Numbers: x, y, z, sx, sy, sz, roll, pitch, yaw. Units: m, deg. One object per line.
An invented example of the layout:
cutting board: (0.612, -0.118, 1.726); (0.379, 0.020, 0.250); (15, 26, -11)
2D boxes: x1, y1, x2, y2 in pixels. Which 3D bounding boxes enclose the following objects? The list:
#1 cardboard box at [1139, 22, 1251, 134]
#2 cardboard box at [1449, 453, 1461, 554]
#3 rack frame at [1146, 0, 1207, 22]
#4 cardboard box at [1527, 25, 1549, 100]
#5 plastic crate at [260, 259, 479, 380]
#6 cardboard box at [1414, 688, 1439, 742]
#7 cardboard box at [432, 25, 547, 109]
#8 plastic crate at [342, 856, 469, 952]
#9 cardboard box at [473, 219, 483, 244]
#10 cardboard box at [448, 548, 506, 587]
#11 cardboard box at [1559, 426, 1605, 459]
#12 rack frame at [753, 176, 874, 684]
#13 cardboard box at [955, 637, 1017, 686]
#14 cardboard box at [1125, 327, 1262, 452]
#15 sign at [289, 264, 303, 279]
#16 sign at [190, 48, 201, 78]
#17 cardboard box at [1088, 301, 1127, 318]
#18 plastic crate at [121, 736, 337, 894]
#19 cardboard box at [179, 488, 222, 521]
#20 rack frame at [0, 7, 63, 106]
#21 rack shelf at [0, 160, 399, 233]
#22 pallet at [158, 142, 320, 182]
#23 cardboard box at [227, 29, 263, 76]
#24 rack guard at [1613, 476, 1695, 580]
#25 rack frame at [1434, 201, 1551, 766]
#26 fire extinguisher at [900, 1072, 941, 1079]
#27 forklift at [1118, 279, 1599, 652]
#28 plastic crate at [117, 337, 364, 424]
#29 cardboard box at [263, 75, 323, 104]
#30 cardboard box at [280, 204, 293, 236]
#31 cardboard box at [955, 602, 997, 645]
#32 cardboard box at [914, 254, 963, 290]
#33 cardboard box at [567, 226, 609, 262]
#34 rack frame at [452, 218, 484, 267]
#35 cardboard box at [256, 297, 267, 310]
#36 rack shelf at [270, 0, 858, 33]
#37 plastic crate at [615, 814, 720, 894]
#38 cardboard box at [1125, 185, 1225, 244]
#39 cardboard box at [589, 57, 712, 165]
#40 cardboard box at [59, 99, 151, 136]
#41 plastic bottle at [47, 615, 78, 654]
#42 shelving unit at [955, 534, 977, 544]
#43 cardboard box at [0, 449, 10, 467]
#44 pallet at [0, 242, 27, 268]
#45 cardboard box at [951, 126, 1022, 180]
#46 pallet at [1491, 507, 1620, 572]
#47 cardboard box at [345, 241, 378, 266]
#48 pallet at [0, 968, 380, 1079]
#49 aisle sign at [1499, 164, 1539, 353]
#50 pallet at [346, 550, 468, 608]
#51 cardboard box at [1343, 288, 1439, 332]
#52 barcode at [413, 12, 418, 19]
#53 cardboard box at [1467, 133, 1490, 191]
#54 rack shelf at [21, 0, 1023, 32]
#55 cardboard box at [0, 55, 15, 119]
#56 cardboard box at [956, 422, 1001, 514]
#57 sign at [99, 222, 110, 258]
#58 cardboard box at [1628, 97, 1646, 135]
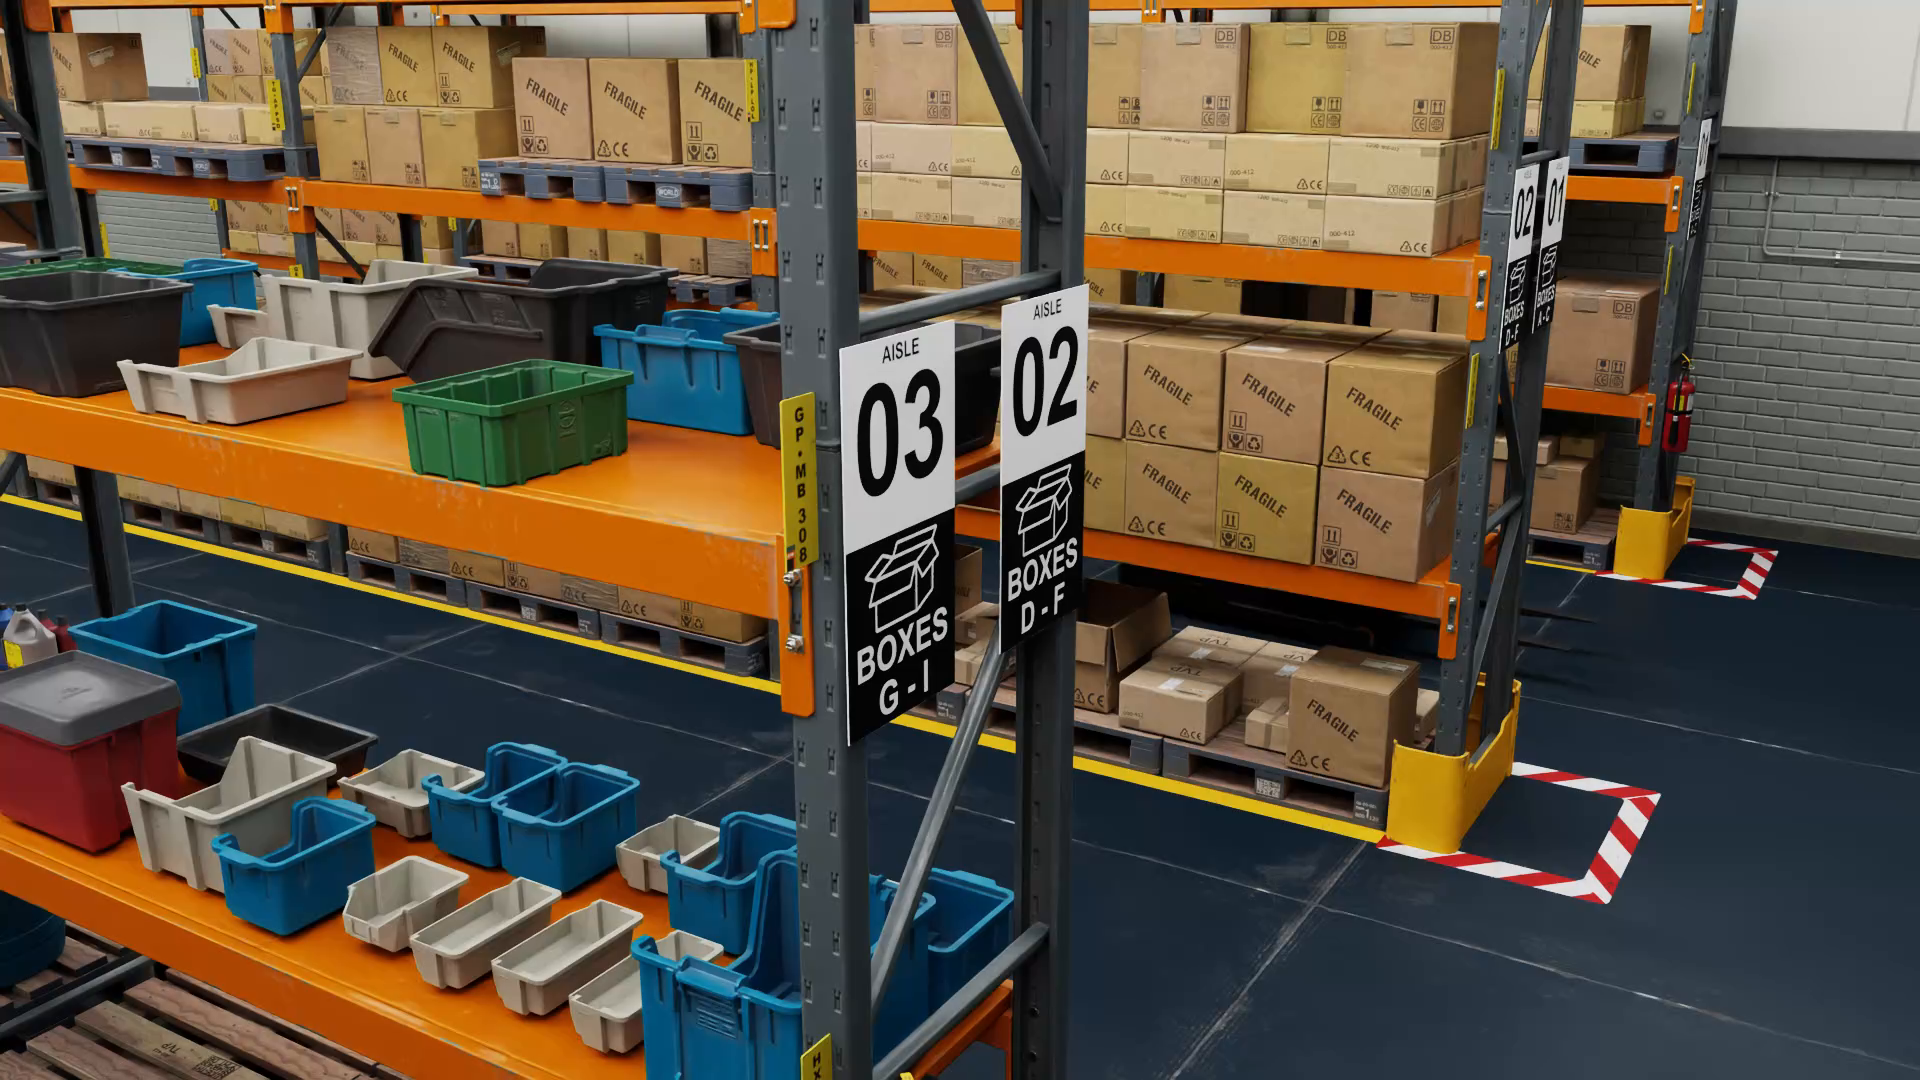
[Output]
cardboard box: (1.262, -2.269, 8.136); (0.500, 0.500, 0.700); (10, 20, 30)
cardboard box: (2.332, -0.267, 8.428); (0.500, 0.500, 0.500); (11, 20, 31)
rack frame: (1.753, -4.793, 13.177); (0.127, 3.000, 1.000); (10, 20, 30)
cardboard box: (3.974, -3.408, 11.851); (0.500, 0.500, 0.500); (11, 20, 32)
plastic crate: (-1.751, -0.652, 4.911); (0.530, 0.282, 0.437); (10, 20, 30)
cardboard box: (2.395, 0.918, 8.845); (0.250, 0.149, 0.380); (10, 20, 30)
cardboard box: (-3.008, -3.042, 10.681); (0.500, 0.500, 0.500); (10, 20, 30)
plastic crate: (-1.565, 1.034, 4.668); (0.250, 0.136, 0.298); (10, 20, 30)
cardboard box: (-5.356, -3.559, 18.370); (0.500, 0.500, 0.500); (10, 19, 29)
cardboard box: (-3.133, -0.022, 11.337); (0.500, 0.500, 0.500); (10, 19, 29)
cardboard box: (4.723, -0.741, 12.623); (0.250, 0.149, 0.380); (10, 20, 30)
rack frame: (-0.837, -0.695, 10.008); (0.127, 3.000, 1.000); (10, 20, 30)
cardboard box: (0.150, 0.697, 9.544); (0.250, 0.166, 0.380); (10, 20, 30)
cardboard box: (1.173, -0.767, 8.352); (0.500, 0.500, 0.500); (11, 20, 32)
sign: (-4.533, -1.719, 11.389); (0.005, 0.325, 0.100); (10, 20, 30)
sign: (-8.757, -5.467, 19.052); (0.005, 0.325, 0.100); (10, 20, 30)
cardboard box: (0.597, -1.054, 9.299); (0.500, 0.500, 0.500); (10, 20, 30)
plastic crate: (-2.227, 0.837, 5.065); (0.530, 0.282, 0.437); (10, 20, 30)
cardboard box: (-5.689, -0.363, 12.924); (0.500, 0.250, 0.500); (11, 20, 31)
rack frame: (-7.654, -4.782, 13.142); (0.127, 3.000, 1.000); (10, 20, 30)
rack shelf: (-5.949, -2.699, 12.681); (4.000, 0.370, 1.077); (10, 20, 30)
pallet: (-4.870, -2.729, 11.869); (1.003, 0.211, 1.213); (11, 20, 33)
cardboard box: (-7.871, -5.511, 18.776); (0.500, 0.500, 0.500); (10, 19, 29)
rack guard: (5.182, -0.114, 12.397); (0.348, 0.500, 1.175); (10, 20, 30)
rack frame: (2.572, -0.086, 8.005); (0.127, 3.000, 1.000); (10, 20, 30)
fire extinguisher: (-0.133, 1.491, 3.588); (0.183, 0.674, 0.296); (10, 20, 30)
forklift: (2.593, -0.861, 10.673); (3.031, 2.935, 1.130); (11, 20, 33)
plastic crate: (-1.914, -0.422, 4.403); (0.530, 0.136, 0.437); (10, 20, 30)
cardboard box: (-7.435, -4.959, 18.678); (0.500, 0.500, 0.500); (11, 20, 33)
cardboard box: (-7.370, -3.739, 18.964); (0.500, 0.500, 0.500); (9, 19, 28)
cardboard box: (0.148, 0.517, 10.166); (0.250, 0.149, 0.380); (10, 20, 30)
cardboard box: (-0.064, -2.358, 14.766); (0.500, 0.500, 0.500); (11, 20, 32)
cardboard box: (-3.599, -3.132, 17.104); (0.500, 0.500, 0.700); (13, 21, 38)
rack frame: (-5.064, -3.139, 18.055); (0.127, 3.000, 1.000); (10, 20, 30)
cardboard box: (-5.684, -1.602, 12.823); (0.500, 0.500, 0.500); (9, 19, 27)
rack shelf: (-2.541, -3.334, 10.300); (4.000, 0.370, 1.077); (10, 20, 30)
plastic crate: (-0.870, 0.946, 4.958); (0.298, 0.136, 0.250); (10, 20, 30)
cardboard box: (1.143, -1.614, 8.132); (0.500, 0.250, 0.500); (10, 20, 30)
cardboard box: (-1.809, -2.618, 10.110); (0.600, 0.600, 0.600); (10, 19, 29)
cardboard box: (-6.664, -3.297, 12.950); (0.500, 0.250, 0.500); (8, 19, 25)
plastic bottle: (-3.521, 0.426, 6.520); (0.133, 0.283, 0.061); (10, 20, 30)
shelving unit: (-0.012, -0.576, 12.714); (0.189, 1.200, 0.258); (10, 20, 30)
cardboard box: (-8.163, -0.813, 14.407); (0.500, 0.250, 0.500); (10, 20, 30)
pallet: (-4.151, -0.909, 5.876); (1.003, 0.211, 1.213); (10, 20, 30)
cardboard box: (0.295, -2.008, 8.566); (0.500, 0.250, 0.500); (10, 20, 30)
pallet: (4.439, -0.082, 12.788); (1.213, 0.211, 1.003); (10, 20, 30)
cardboard box: (-6.484, -3.225, 18.559); (0.500, 0.250, 0.500); (10, 20, 30)
pallet: (-2.785, 1.968, 6.040); (1.213, 0.211, 1.003); (10, 20, 30)
aisle sign: (2.470, -1.244, 7.343); (0.004, 0.787, 0.394); (10, 20, 30)
pallet: (-3.629, 0.154, 12.012); (1.213, 0.211, 1.003); (10, 20, 30)
cardboard box: (3.451, -1.759, 12.994); (0.700, 0.700, 0.980); (9, 19, 27)
barcode: (-6.024, -5.801, 18.389); (0.075, 0.075, 0.001); (10, 20, 30)
cardboard box: (2.270, -1.832, 7.988); (0.500, 0.250, 0.500); (10, 20, 30)
rack shelf: (-1.728, -1.499, 4.260); (4.000, 0.370, 1.077); (10, 20, 30)
cardboard box: (-7.945, -3.805, 13.949); (0.500, 0.500, 0.500); (12, 21, 35)
cardboard box: (0.318, -0.444, 9.010); (0.500, 0.500, 0.500); (10, 20, 30)
sign: (-7.378, -2.564, 14.305); (0.005, 0.325, 0.100); (10, 20, 30)
cardboard box: (4.667, -3.098, 12.122); (0.500, 0.250, 0.500); (11, 20, 33)
